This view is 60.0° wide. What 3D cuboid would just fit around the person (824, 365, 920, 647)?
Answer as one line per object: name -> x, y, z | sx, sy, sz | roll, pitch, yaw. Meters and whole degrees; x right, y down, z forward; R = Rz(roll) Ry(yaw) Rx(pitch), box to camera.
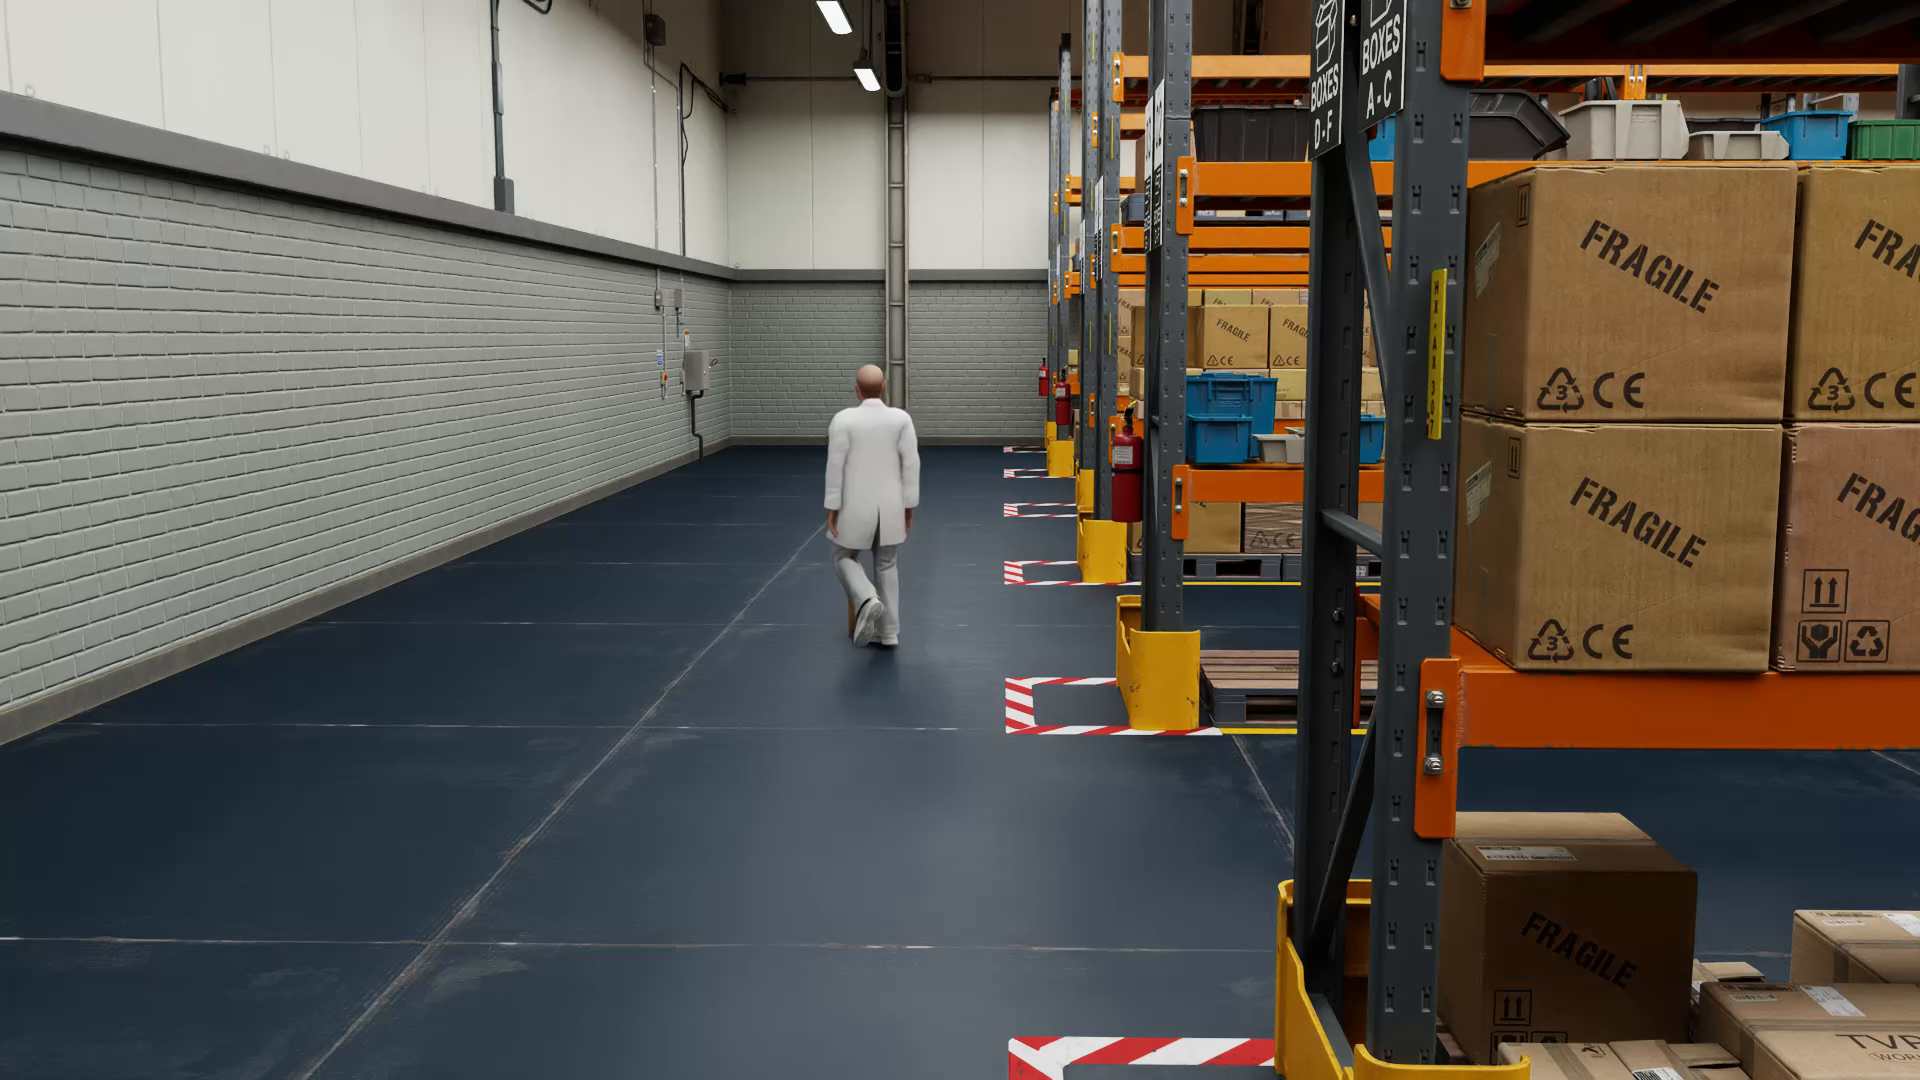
person -> -0.560, -0.203, 10.361 | 0.606, 1.775, 0.578 | -2, 7, -18
